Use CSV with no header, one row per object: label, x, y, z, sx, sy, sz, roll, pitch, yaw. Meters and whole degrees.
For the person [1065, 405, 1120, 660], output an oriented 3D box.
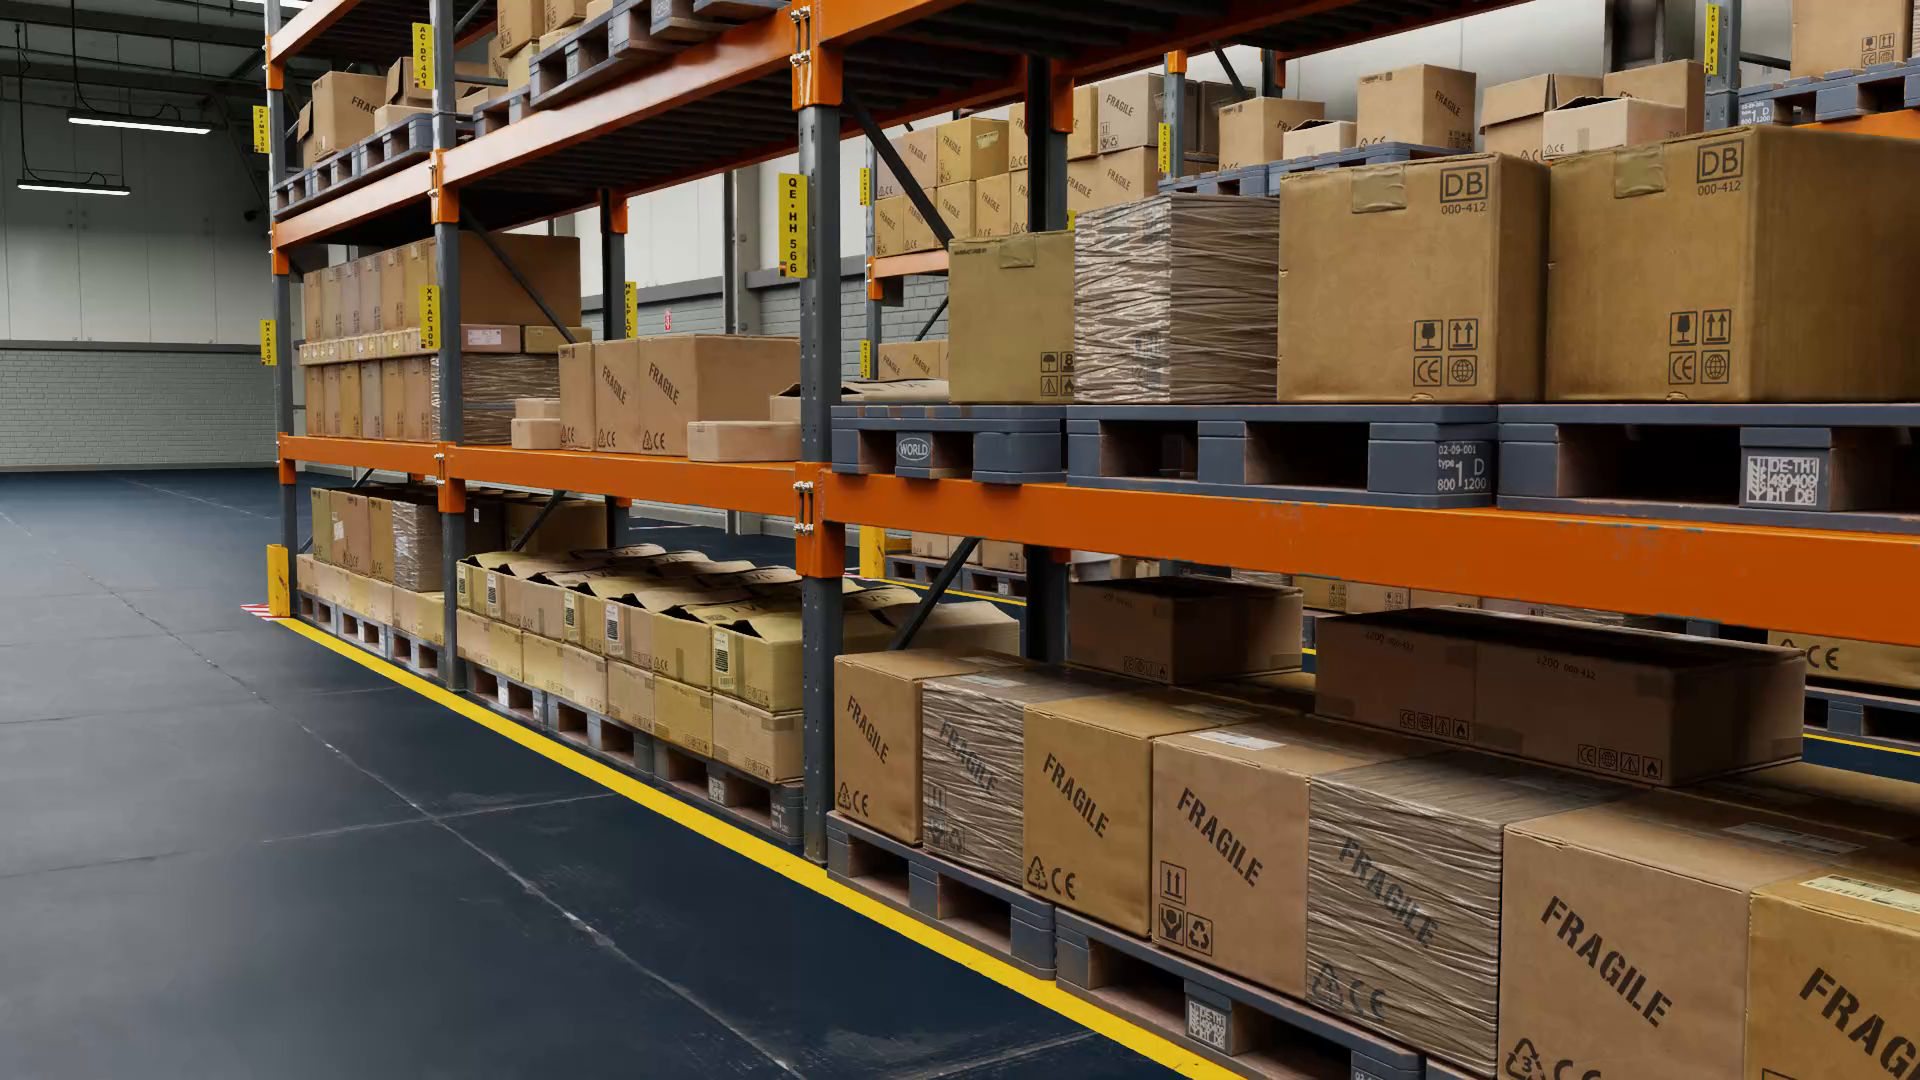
person,0.634,-0.110,8.988,0.606,1.786,0.466,3,5,29
